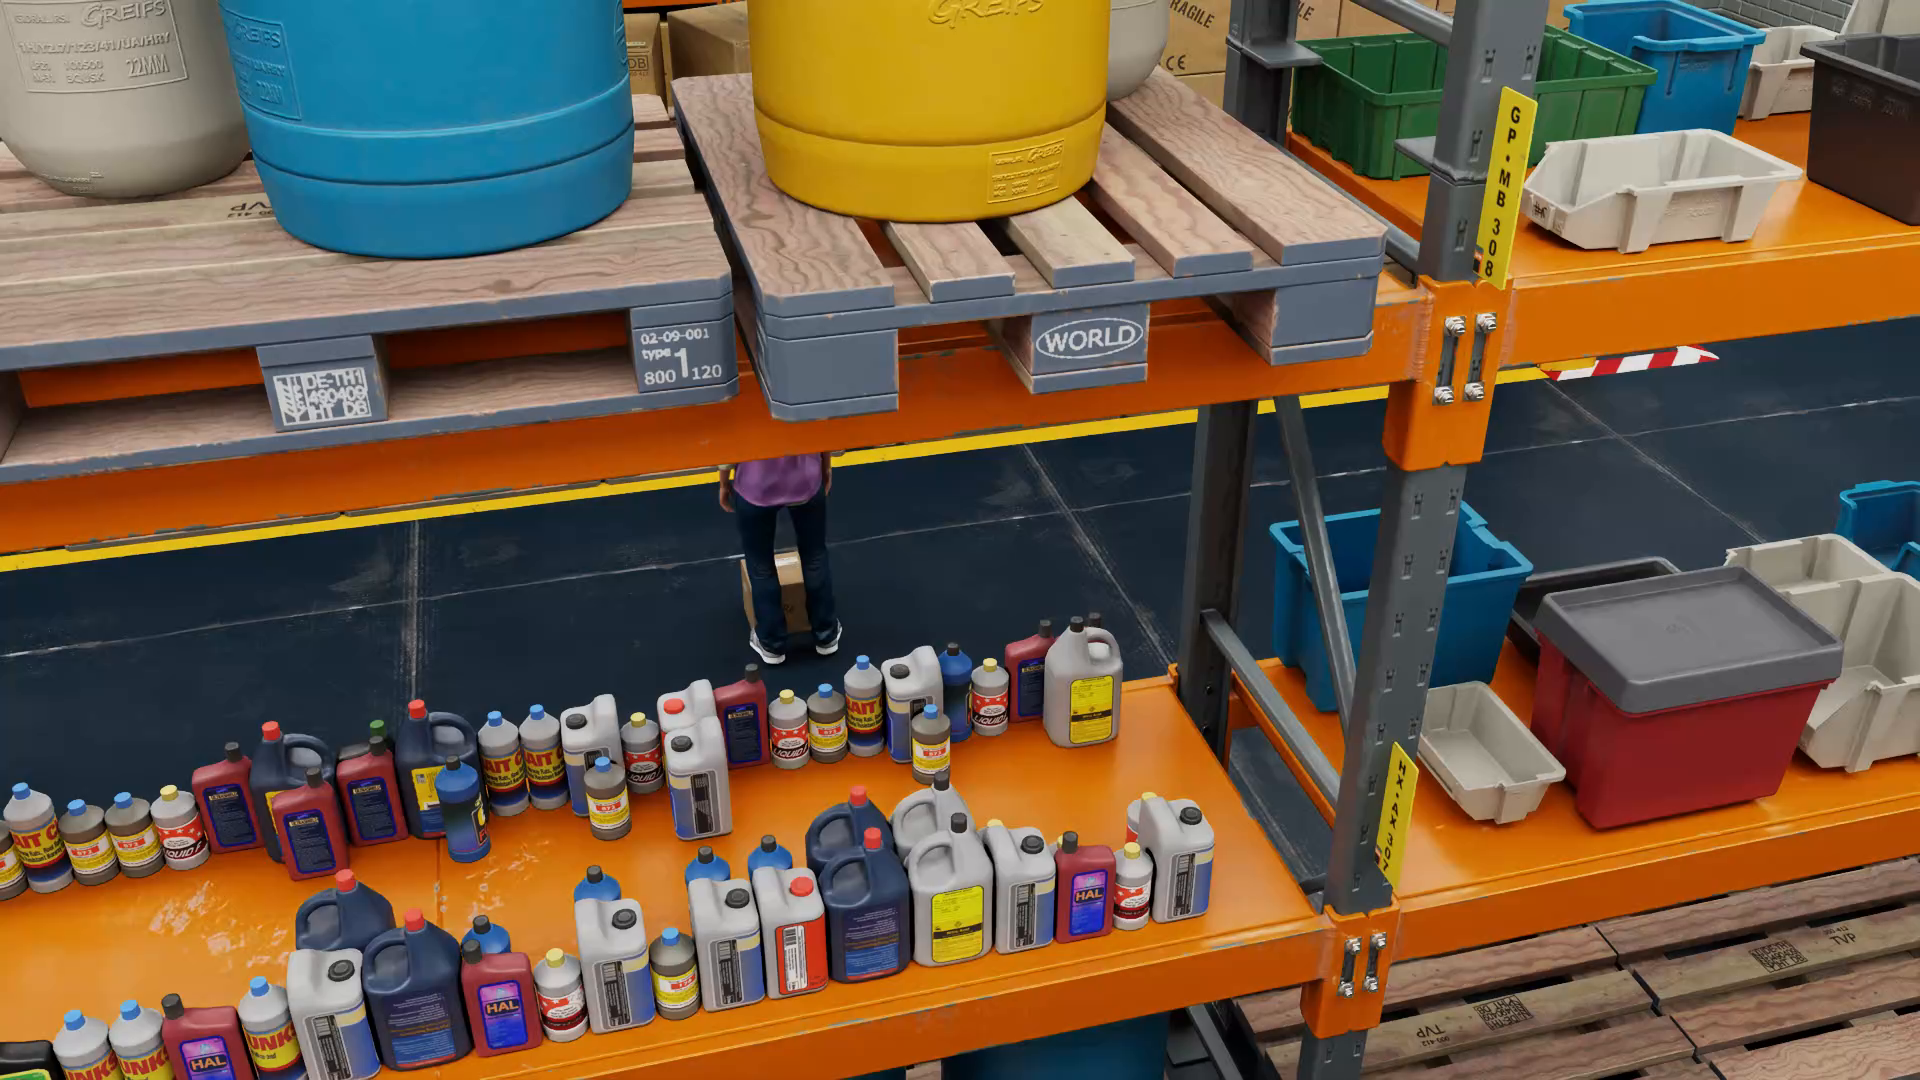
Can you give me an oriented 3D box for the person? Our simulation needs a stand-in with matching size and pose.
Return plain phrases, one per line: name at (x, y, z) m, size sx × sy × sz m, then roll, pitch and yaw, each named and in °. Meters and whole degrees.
person at (-0.710, -0.225, 6.521) m, size 0.485 × 1.593 × 0.342 m, roll -10°, pitch 32°, yaw -16°
